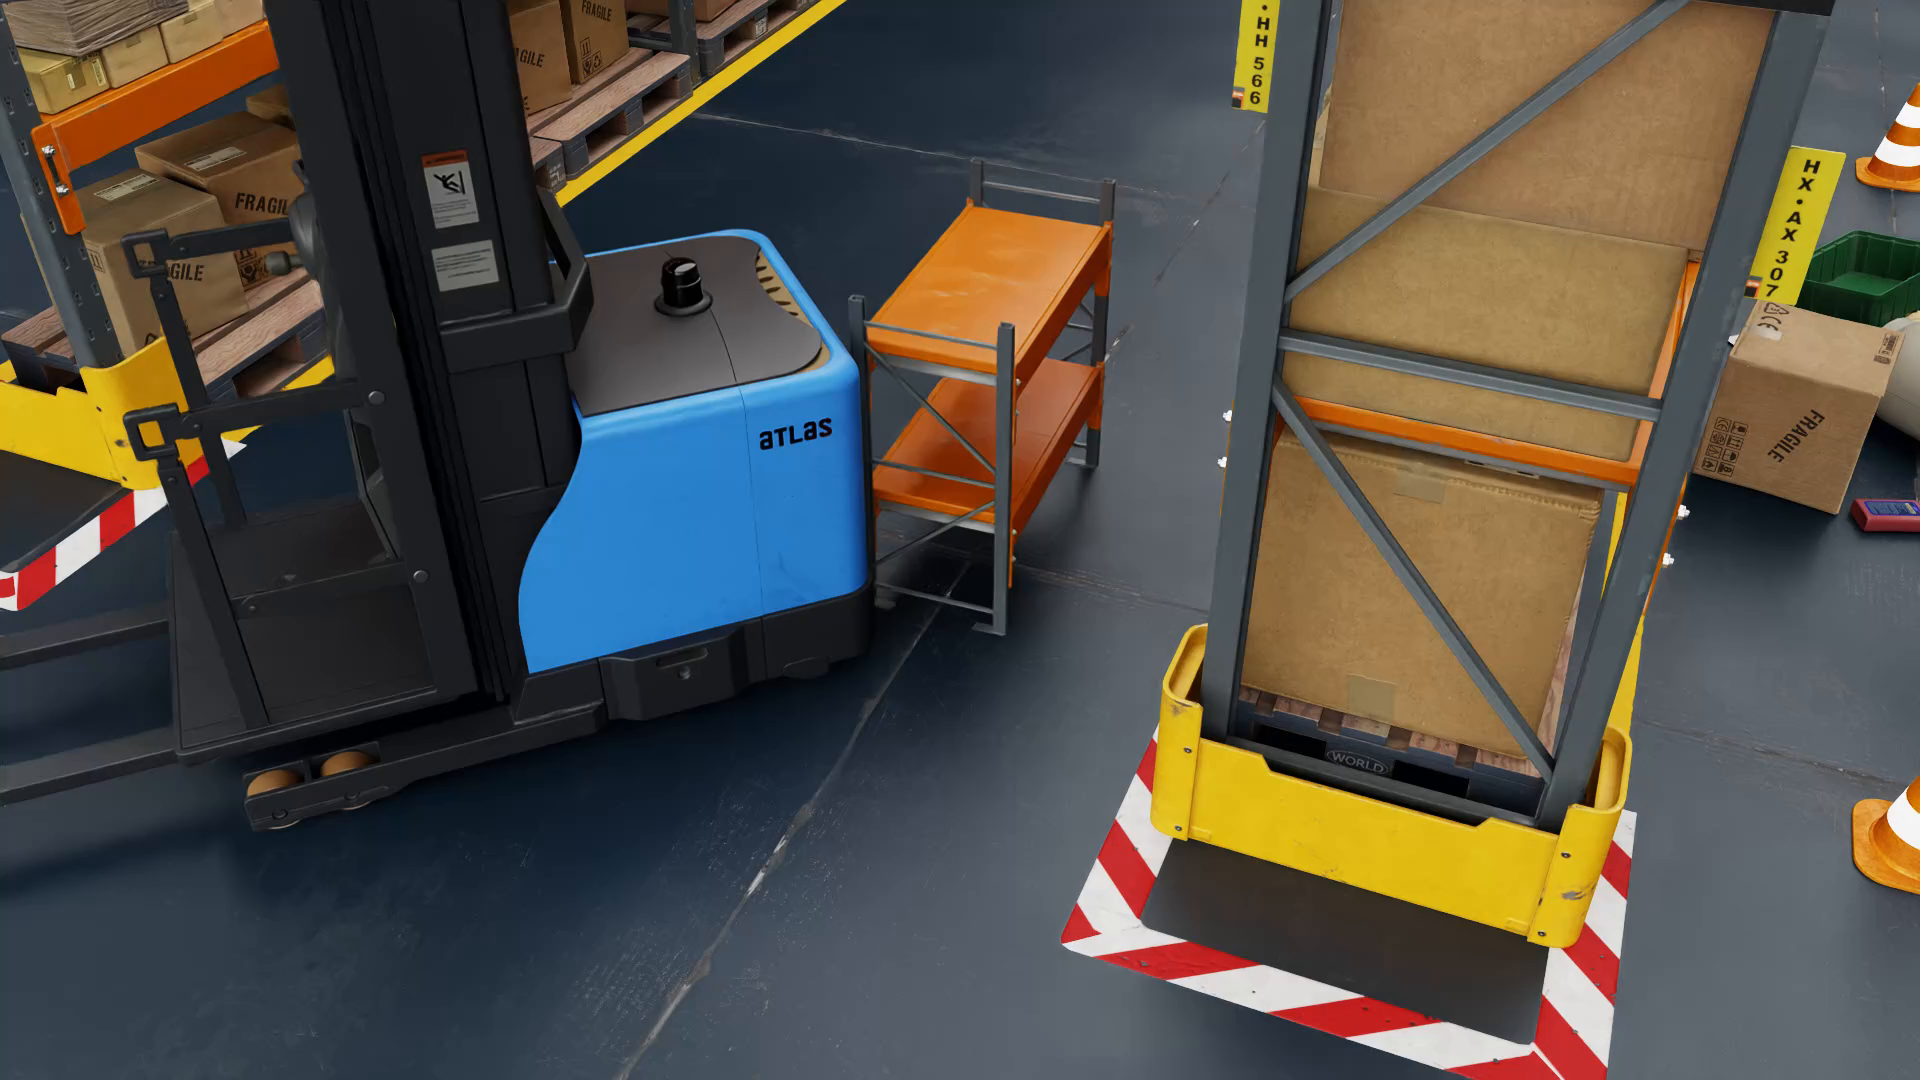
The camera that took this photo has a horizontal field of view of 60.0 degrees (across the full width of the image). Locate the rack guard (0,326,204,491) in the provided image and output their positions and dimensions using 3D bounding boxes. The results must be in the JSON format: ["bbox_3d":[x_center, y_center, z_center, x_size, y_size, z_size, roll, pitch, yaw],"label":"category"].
[{"bbox_3d":[-3.387,-0.594,6.128,1.175,0.500,0.348,14,39,18],"label":"rack guard"}]

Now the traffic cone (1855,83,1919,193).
[{"bbox_3d":[4.561,-1.965,7.992,0.336,0.463,0.334,14,39,18],"label":"traffic cone"}]

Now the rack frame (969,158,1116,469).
[{"bbox_3d":[0.271,-0.772,5.843,0.500,1.125,0.032,13,39,16],"label":"rack frame"}]

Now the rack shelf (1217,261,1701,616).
[{"bbox_3d":[1.893,-1.187,5.433,1.077,0.370,4.000,14,39,18],"label":"rack shelf"}]

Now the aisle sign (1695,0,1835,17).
[{"bbox_3d":[1.383,-1.301,2.814,0.394,0.787,0.004,14,39,18],"label":"aisle sign"}]

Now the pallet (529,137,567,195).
[{"bbox_3d":[-2.580,-1.594,7.706,1.003,0.211,1.213,14,39,18],"label":"pallet"}]

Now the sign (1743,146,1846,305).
[{"bbox_3d":[1.643,-0.617,3.280,0.100,0.325,0.005,14,39,18],"label":"sign"}]

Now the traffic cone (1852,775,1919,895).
[{"bbox_3d":[2.647,0.678,4.457,0.336,0.463,0.334,14,39,18],"label":"traffic cone"}]

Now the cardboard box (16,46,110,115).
[{"bbox_3d":[-3.087,-1.556,5.537,0.380,0.149,0.250,14,39,18],"label":"cardboard box"}]

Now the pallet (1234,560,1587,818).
[{"bbox_3d":[1.364,0.289,5.188,1.003,0.211,1.213,14,39,18],"label":"pallet"}]

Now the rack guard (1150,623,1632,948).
[{"bbox_3d":[1.123,0.647,4.467,1.175,0.500,0.348,14,39,18],"label":"rack guard"}]

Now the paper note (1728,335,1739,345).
[{"bbox_3d":[3.236,-0.815,6.814,0.147,0.020,0.142,-11,38,-14],"label":"paper note"}]

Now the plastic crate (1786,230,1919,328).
[{"bbox_3d":[3.799,-1.085,6.996,0.662,0.188,0.450,-25,33,-29],"label":"plastic crate"}]

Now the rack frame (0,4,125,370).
[{"bbox_3d":[-3.416,-1.554,5.323,1.000,3.000,0.127,14,39,18],"label":"rack frame"}]

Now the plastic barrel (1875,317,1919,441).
[{"bbox_3d":[3.641,-0.573,6.163,0.421,0.421,0.512,-17,40,-22],"label":"plastic barrel"}]

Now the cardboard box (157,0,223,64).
[{"bbox_3d":[-2.866,-1.826,5.897,0.380,0.149,0.250,14,39,18],"label":"cardboard box"}]

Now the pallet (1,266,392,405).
[{"bbox_3d":[-3.046,-0.921,6.805,1.003,0.211,1.213,14,39,18],"label":"pallet"}]

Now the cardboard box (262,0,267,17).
[{"bbox_3d":[-2.688,-2.105,6.271,0.380,0.149,0.250,14,39,18],"label":"cardboard box"}]

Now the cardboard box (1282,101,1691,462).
[{"bbox_3d":[1.231,-0.644,3.980,0.875,0.550,0.550,14,39,18],"label":"cardboard box"}]

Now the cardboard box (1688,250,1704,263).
[{"bbox_3d":[1.750,-1.235,4.771,0.875,0.550,0.550,14,39,18],"label":"cardboard box"}]

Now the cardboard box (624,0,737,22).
[{"bbox_3d":[-1.641,-3.278,9.351,0.700,0.500,0.500,11,38,14],"label":"cardboard box"}]

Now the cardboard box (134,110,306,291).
[{"bbox_3d":[-2.968,-1.401,6.856,0.500,0.500,0.500,25,43,29],"label":"cardboard box"}]

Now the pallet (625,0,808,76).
[{"bbox_3d":[-1.600,-3.083,9.698,1.003,0.211,1.213,14,39,18],"label":"pallet"}]

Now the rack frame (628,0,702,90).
[{"bbox_3d":[-1.894,-3.768,8.286,1.000,3.000,0.127,14,39,18],"label":"rack frame"}]

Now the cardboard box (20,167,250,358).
[{"bbox_3d":[-3.163,-1.063,6.403,0.500,0.500,0.500,21,42,26],"label":"cardboard box"}]

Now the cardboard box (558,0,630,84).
[{"bbox_3d":[-2.084,-2.723,8.625,0.500,0.500,0.500,13,39,16],"label":"cardboard box"}]

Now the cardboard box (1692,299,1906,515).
[{"bbox_3d":[3.012,-0.489,5.985,0.500,0.500,0.500,21,42,25],"label":"cardboard box"}]

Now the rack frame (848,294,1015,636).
[{"bbox_3d":[-0.084,-0.202,5.080,0.500,1.125,0.032,13,39,16],"label":"rack frame"}]

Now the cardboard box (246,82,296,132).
[{"bbox_3d":[-2.712,-1.744,7.314,0.500,0.500,0.500,18,40,22],"label":"cardboard box"}]

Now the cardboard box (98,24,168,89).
[{"bbox_3d":[-2.975,-1.691,5.716,0.380,0.149,0.250,14,39,18],"label":"cardboard box"}]

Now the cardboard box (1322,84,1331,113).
[{"bbox_3d":[1.420,-0.953,4.394,0.875,0.550,0.550,14,39,18],"label":"cardboard box"}]

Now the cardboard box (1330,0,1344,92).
[{"bbox_3d":[1.433,-1.383,4.067,0.875,0.550,0.550,14,39,18],"label":"cardboard box"}]

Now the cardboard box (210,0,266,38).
[{"bbox_3d":[-2.790,-1.969,6.088,0.380,0.149,0.250,14,39,18],"label":"cardboard box"}]

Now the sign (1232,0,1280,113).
[{"bbox_3d":[0.636,-1.058,3.495,0.100,0.325,0.005,14,39,18],"label":"sign"}]

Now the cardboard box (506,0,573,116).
[{"bbox_3d":[-2.294,-2.404,8.198,0.500,0.500,0.500,27,45,32],"label":"cardboard box"}]

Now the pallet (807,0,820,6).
[{"bbox_3d":[-1.137,-3.761,10.605,1.003,0.211,1.213,14,39,18],"label":"pallet"}]

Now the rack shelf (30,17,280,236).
[{"bbox_3d":[-2.655,-2.373,7.020,1.077,0.370,4.000,14,39,18],"label":"rack shelf"}]

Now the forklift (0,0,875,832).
[{"bbox_3d":[-1.835,-0.724,4.270,3.031,2.935,1.130,-14,39,-18],"label":"forklift"}]

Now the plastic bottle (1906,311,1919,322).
[{"bbox_3d":[3.945,-0.909,6.915,0.133,0.061,0.283,-5,37,-6],"label":"plastic bottle"}]

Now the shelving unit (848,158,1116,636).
[{"bbox_3d":[0.094,-0.487,5.462,0.538,1.125,1.048,13,39,16],"label":"shelving unit"}]

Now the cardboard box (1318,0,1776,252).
[{"bbox_3d":[1.309,-1.057,3.631,0.875,0.550,0.550,14,39,18],"label":"cardboard box"}]

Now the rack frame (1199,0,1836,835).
[{"bbox_3d":[1.132,-0.368,3.737,1.000,3.000,0.127,14,39,18],"label":"rack frame"}]

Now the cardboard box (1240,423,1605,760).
[{"bbox_3d":[1.329,-0.075,4.769,0.875,0.875,0.875,14,39,18],"label":"cardboard box"}]

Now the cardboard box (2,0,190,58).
[{"bbox_3d":[-3.182,-2.011,5.603,0.875,0.500,0.500,14,39,18],"label":"cardboard box"}]

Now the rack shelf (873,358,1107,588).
[{"bbox_3d":[0.094,-0.291,5.608,0.538,0.278,1.000,13,39,16],"label":"rack shelf"}]

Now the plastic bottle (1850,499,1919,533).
[{"bbox_3d":[3.285,-0.084,5.812,0.283,0.061,0.133,1,37,2],"label":"plastic bottle"}]

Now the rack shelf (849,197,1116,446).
[{"bbox_3d":[0.094,-0.721,5.286,0.538,0.278,1.000,13,39,16],"label":"rack shelf"}]

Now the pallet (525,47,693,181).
[{"bbox_3d":[-2.117,-2.271,8.613,1.003,0.211,1.213,14,39,18],"label":"pallet"}]
